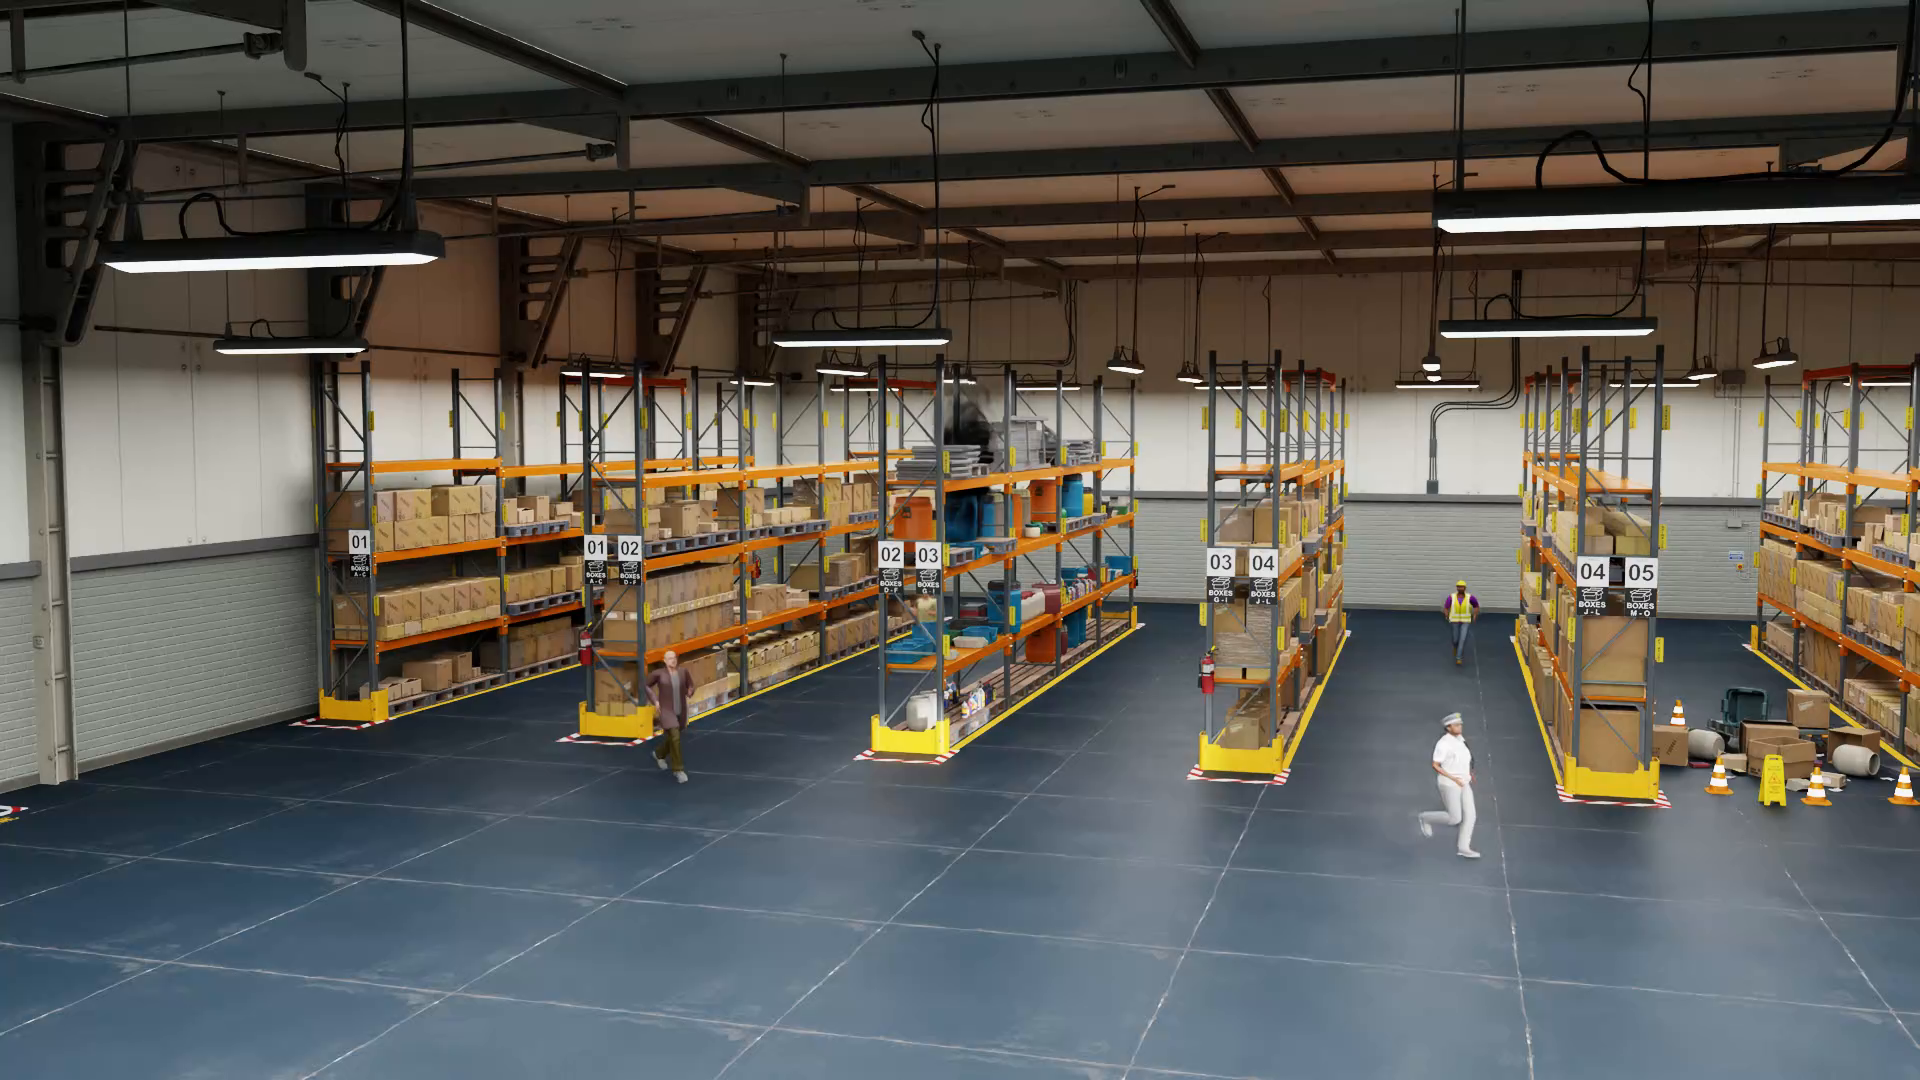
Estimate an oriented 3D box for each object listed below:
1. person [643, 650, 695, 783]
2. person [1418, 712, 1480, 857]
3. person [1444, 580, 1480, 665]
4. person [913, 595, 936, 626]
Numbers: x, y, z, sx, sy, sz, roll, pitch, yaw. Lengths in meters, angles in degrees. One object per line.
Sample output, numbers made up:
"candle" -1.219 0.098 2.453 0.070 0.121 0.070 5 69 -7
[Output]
"person" -4.045 2.441 23.385 0.687 1.802 0.988 -3 5 -39
"person" 5.714 2.806 19.240 0.593 1.653 0.773 -3 5 -38
"person" 10.345 1.702 34.323 0.711 1.737 0.839 1 4 20
"person" -0.686 1.745 33.552 0.570 1.665 0.960 1 4 7
